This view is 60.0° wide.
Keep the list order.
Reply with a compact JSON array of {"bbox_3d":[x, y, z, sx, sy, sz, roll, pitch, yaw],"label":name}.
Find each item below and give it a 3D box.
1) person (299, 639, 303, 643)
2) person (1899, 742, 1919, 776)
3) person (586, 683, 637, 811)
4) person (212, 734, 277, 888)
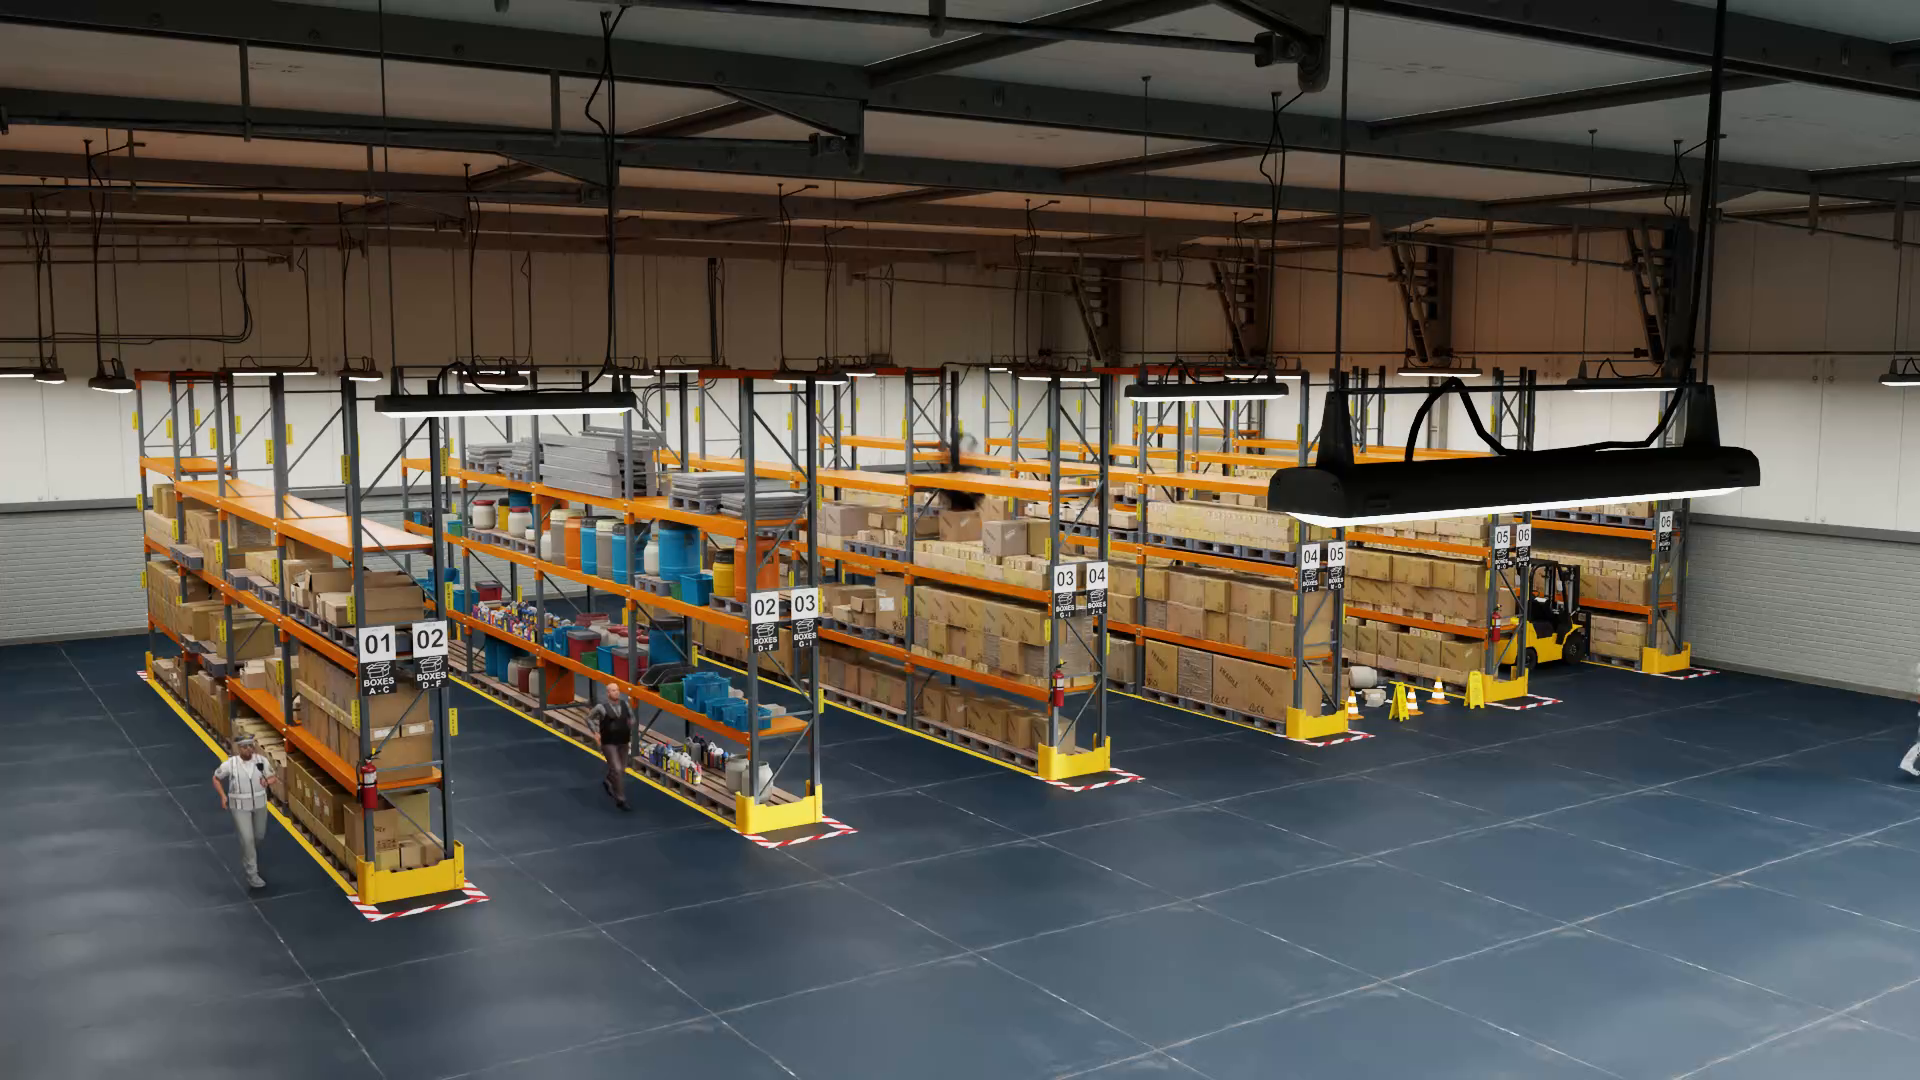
[{"bbox_3d":[-12.629,1.906,32.175,0.579,1.647,0.619,5,8,35],"label":"person"},{"bbox_3d":[14.397,2.676,24.558,0.877,1.827,0.655,2,7,15],"label":"person"},{"bbox_3d":[-4.806,2.843,23.163,0.656,1.707,0.962,-6,9,-41],"label":"person"},{"bbox_3d":[-8.529,3.181,19.937,0.662,1.768,0.989,-6,9,-42],"label":"person"}]
